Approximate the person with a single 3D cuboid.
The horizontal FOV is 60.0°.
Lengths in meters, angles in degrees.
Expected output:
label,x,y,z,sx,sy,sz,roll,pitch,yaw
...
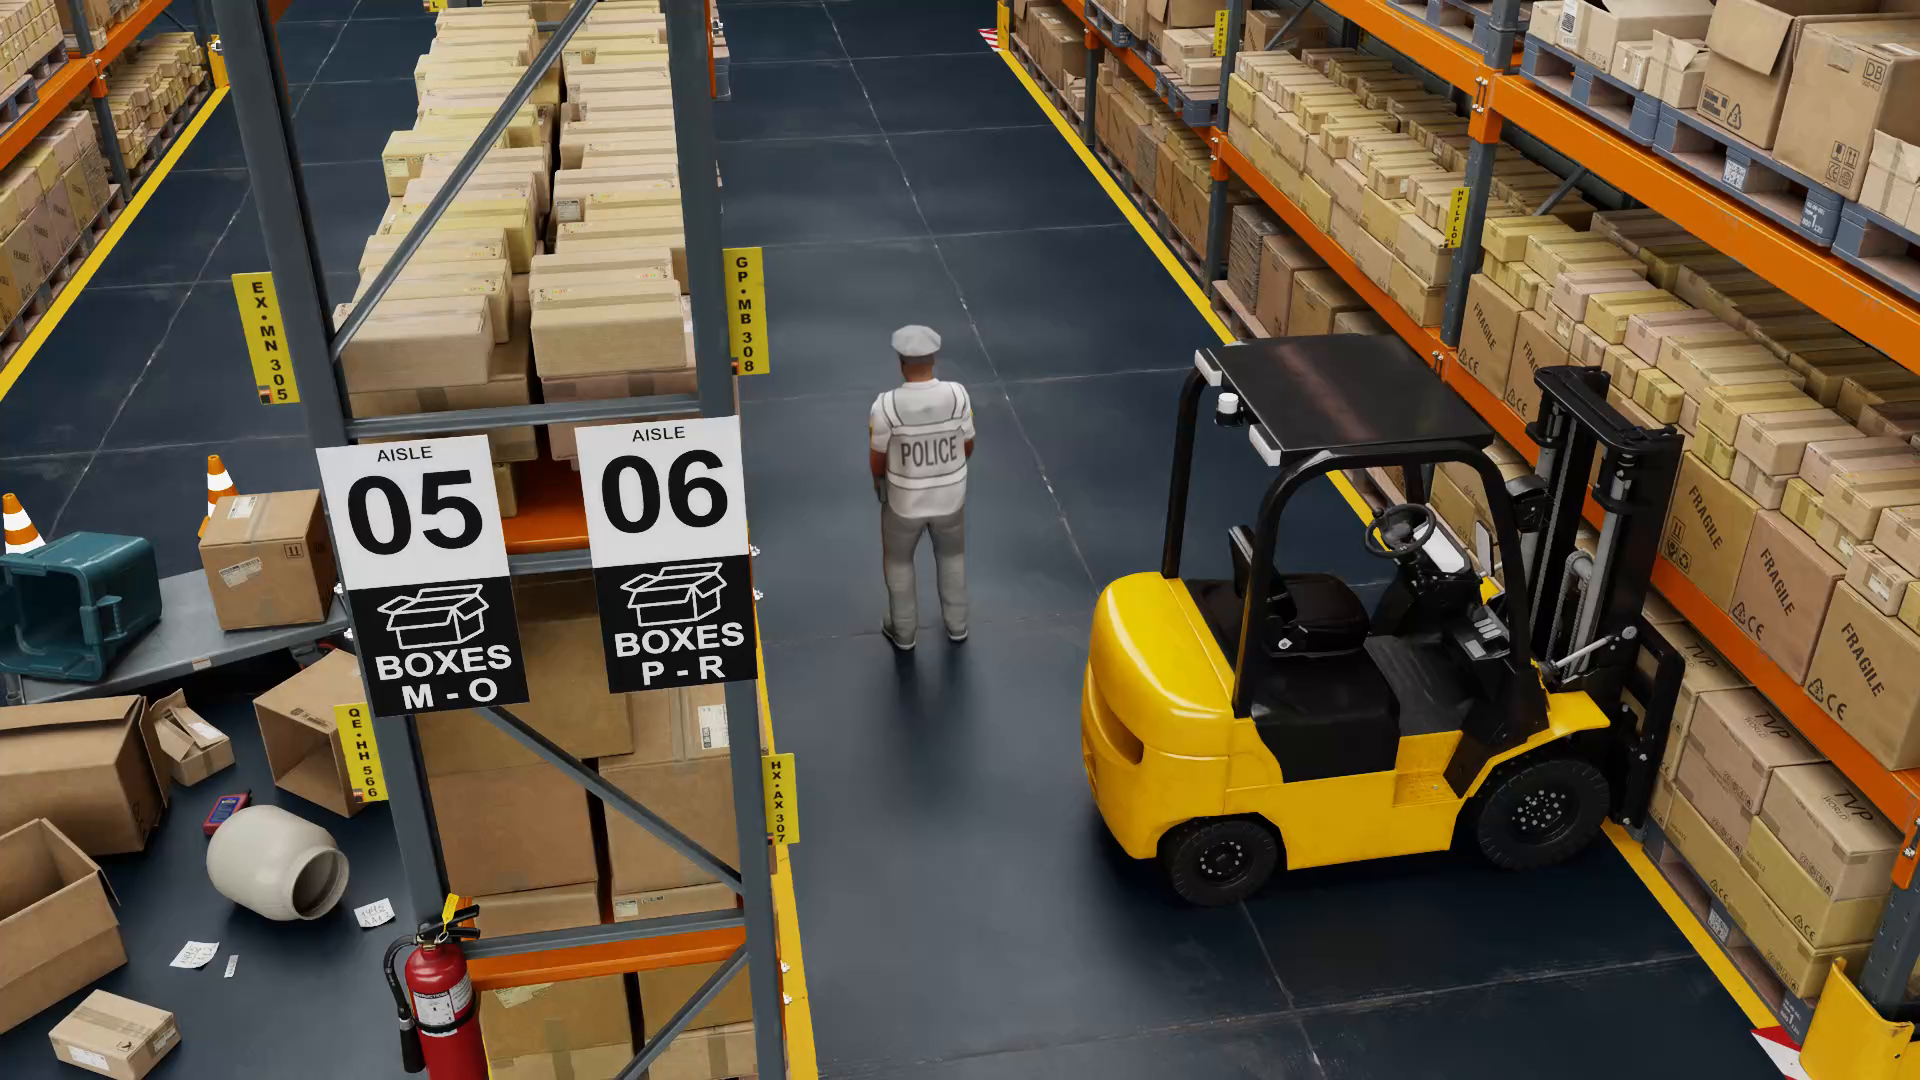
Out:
label,x,y,z,sx,sy,sz,roll,pitch,yaw
person,-0.195,-0.242,8.526,0.547,1.763,0.444,-8,31,-13
